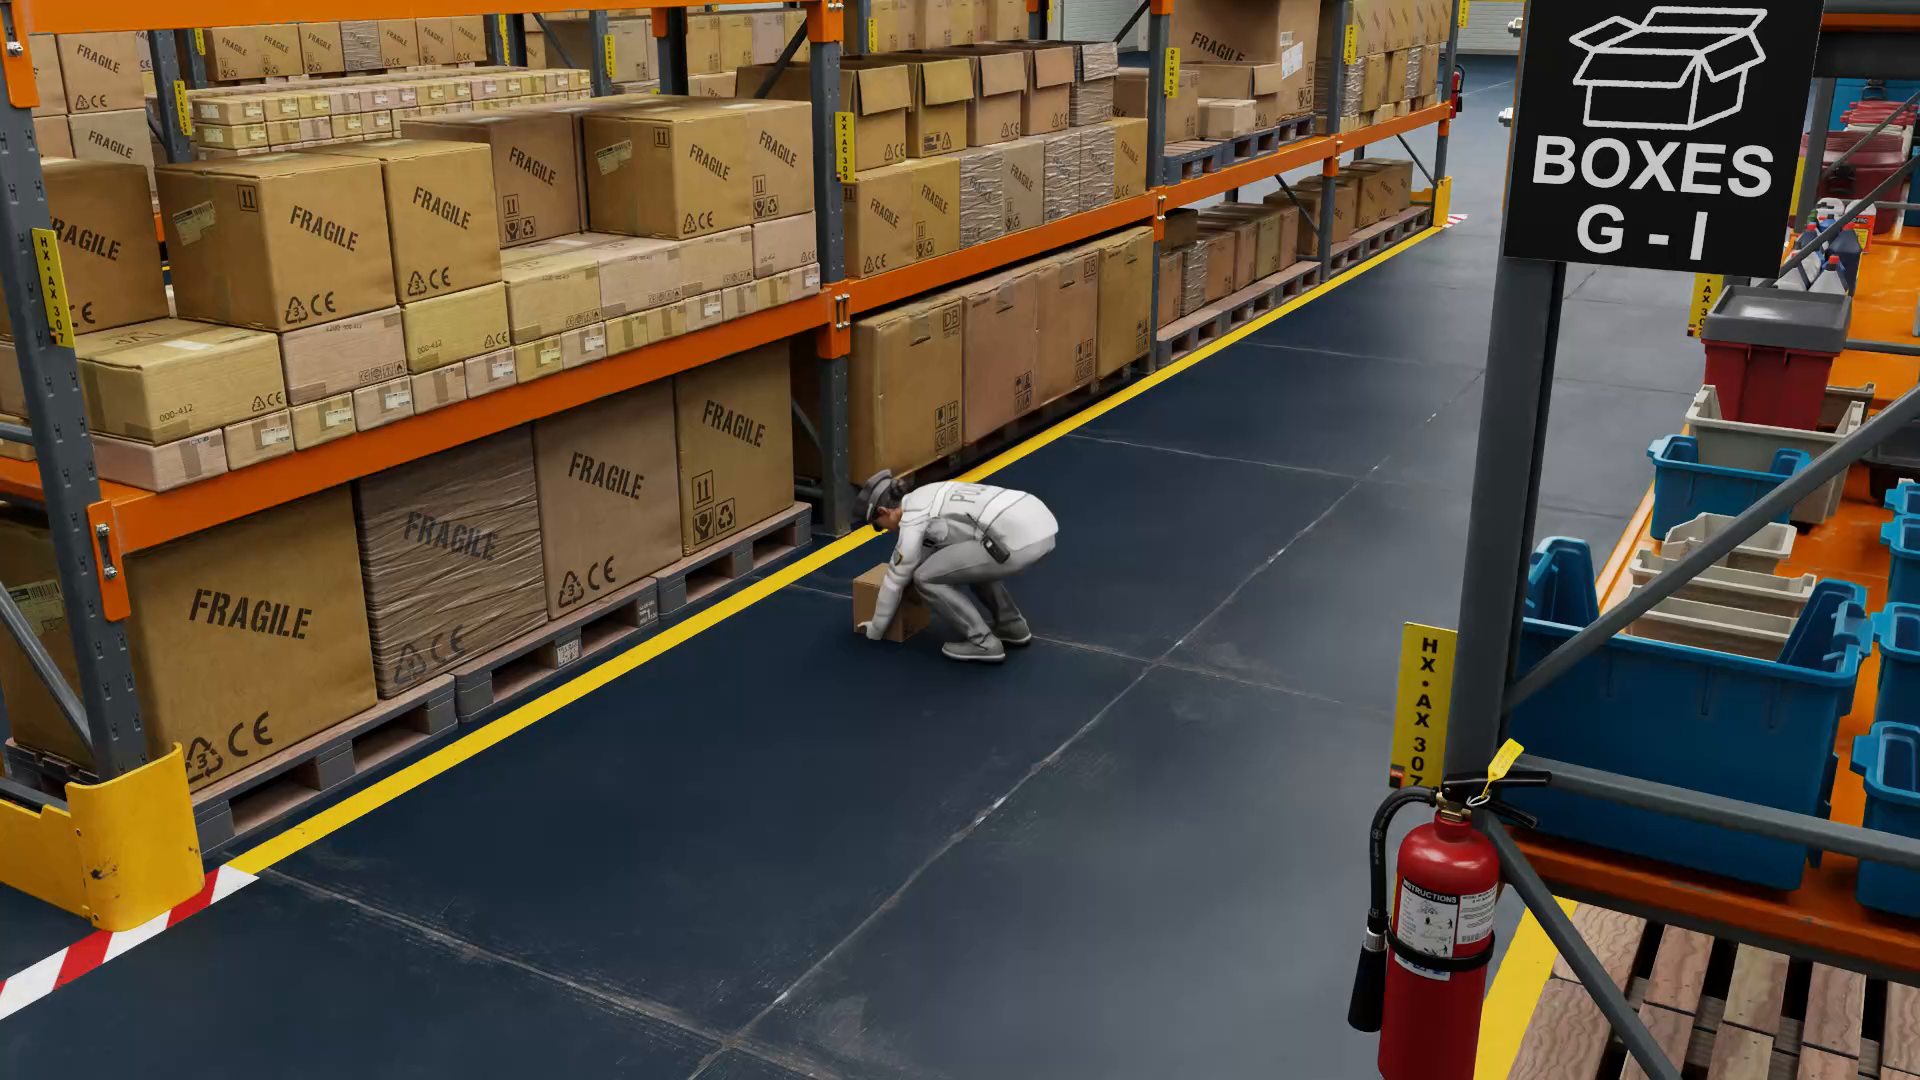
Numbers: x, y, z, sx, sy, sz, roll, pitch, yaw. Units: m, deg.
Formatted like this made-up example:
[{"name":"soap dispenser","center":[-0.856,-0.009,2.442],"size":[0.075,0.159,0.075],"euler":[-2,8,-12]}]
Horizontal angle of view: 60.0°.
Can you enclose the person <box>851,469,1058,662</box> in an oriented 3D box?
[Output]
[{"name":"person","center":[-0.035,0.103,7.178],"size":[0.915,0.760,0.458],"euler":[10,22,26]}]
